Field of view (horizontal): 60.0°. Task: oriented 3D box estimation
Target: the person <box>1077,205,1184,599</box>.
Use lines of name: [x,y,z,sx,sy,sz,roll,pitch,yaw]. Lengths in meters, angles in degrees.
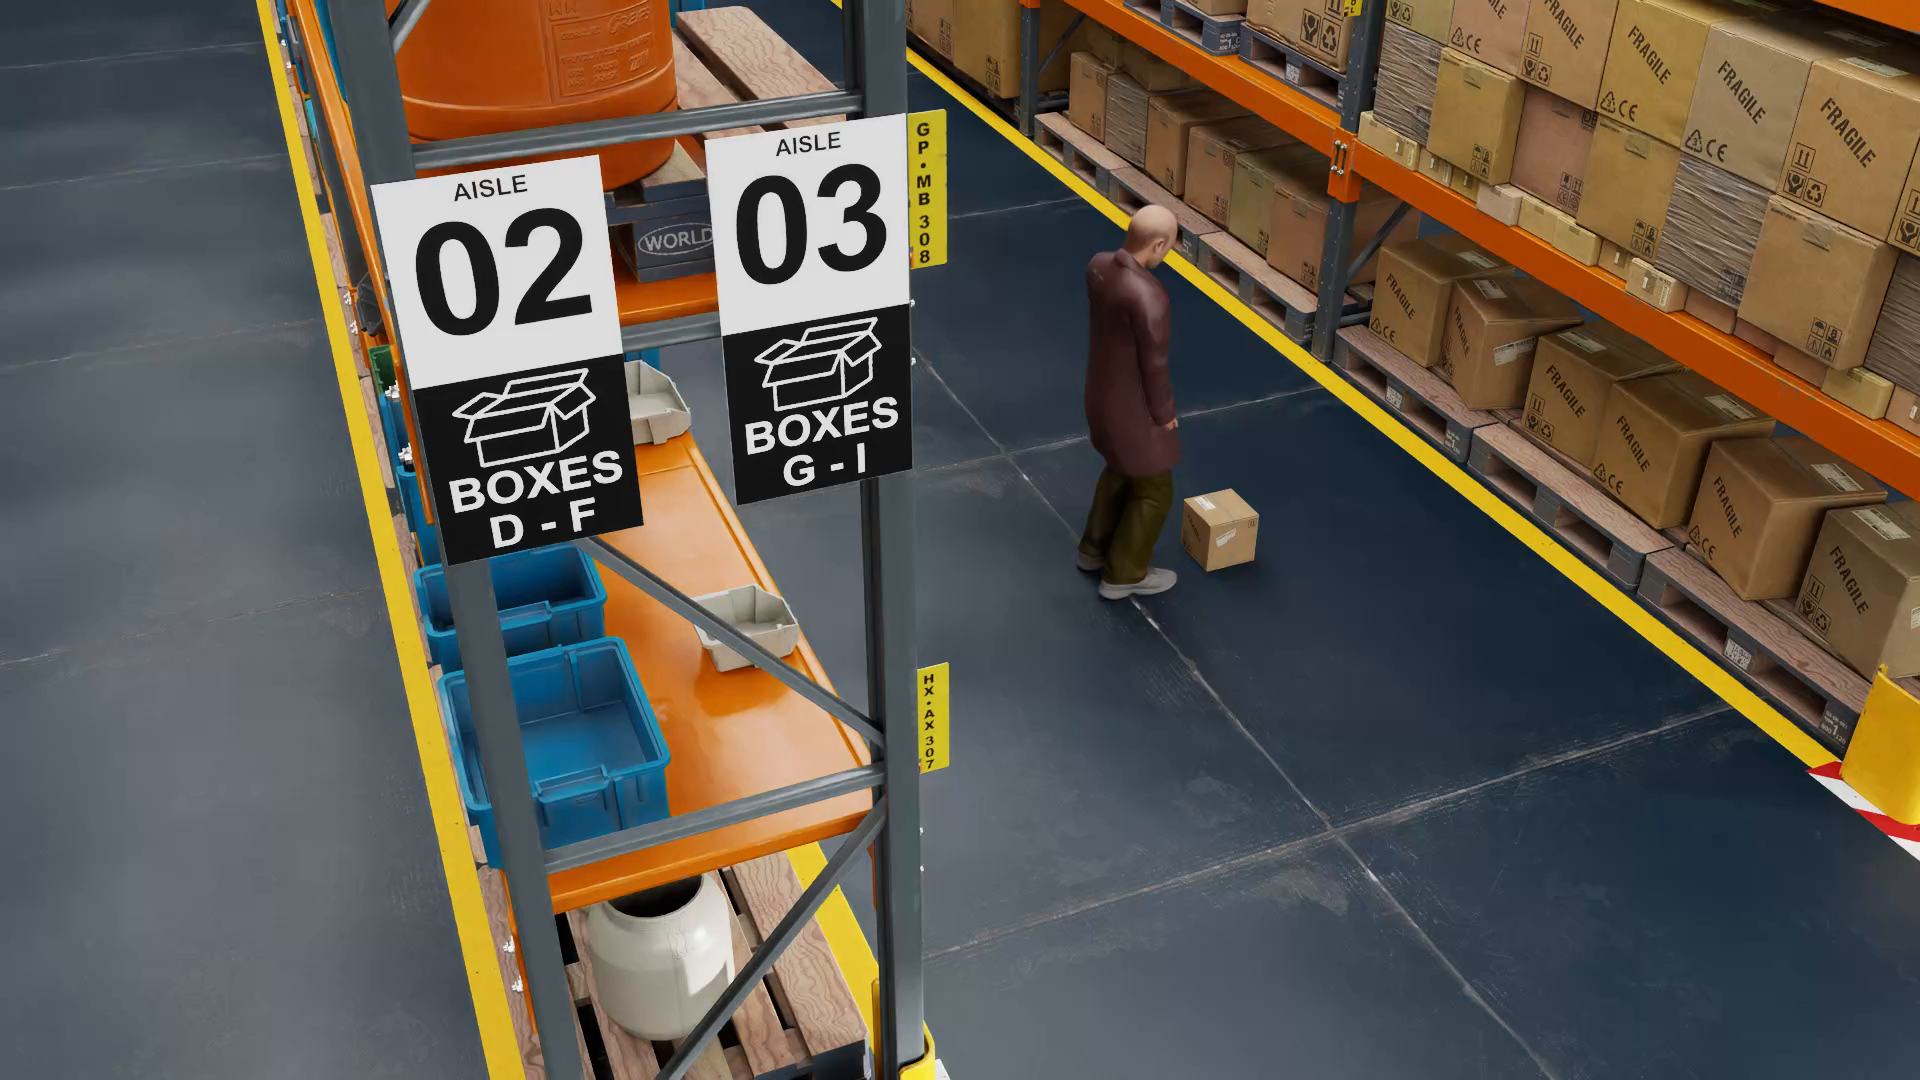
person: [0.731,-0.588,7.091,0.396,1.752,0.579,-12,35,-17]
